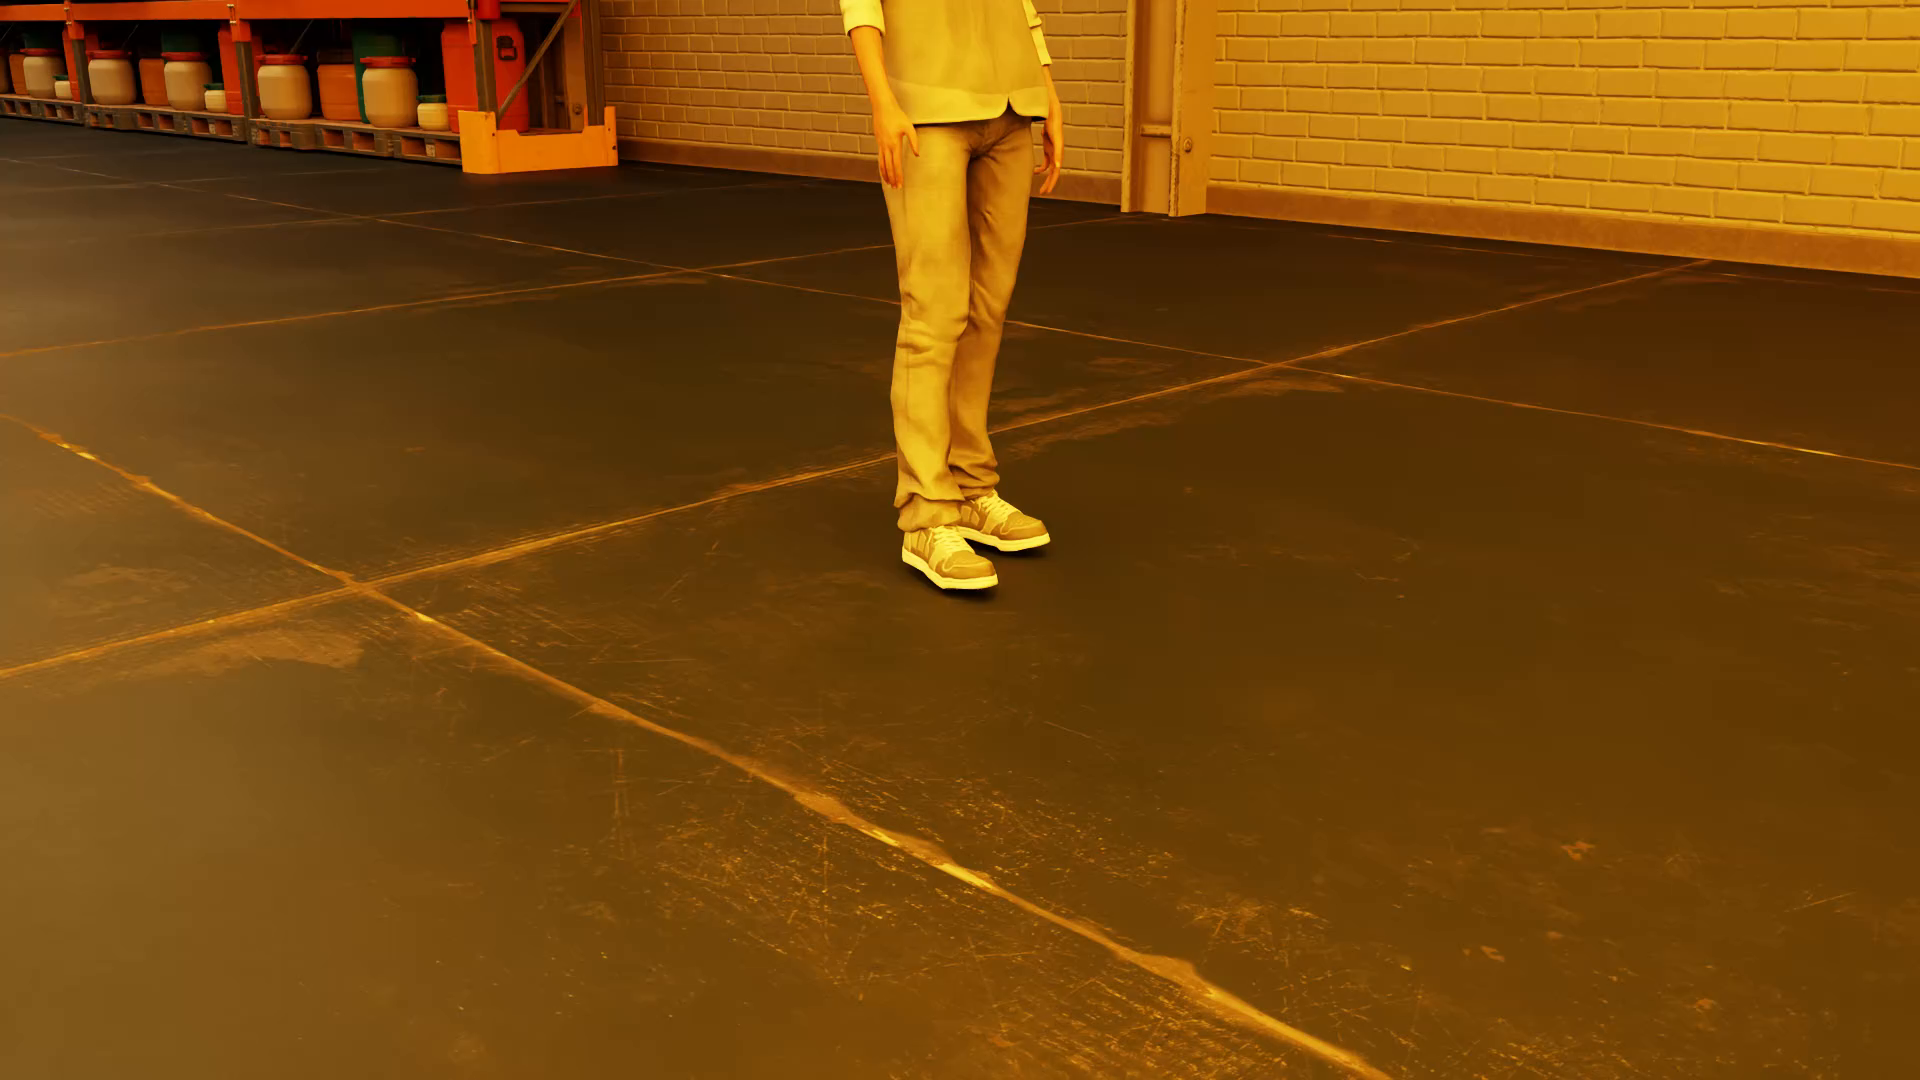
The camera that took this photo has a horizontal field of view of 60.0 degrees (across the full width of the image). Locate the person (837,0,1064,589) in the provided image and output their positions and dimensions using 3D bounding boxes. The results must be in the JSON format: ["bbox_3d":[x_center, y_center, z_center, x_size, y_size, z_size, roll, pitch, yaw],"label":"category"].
[{"bbox_3d":[0.042,-0.752,3.098,0.475,1.597,0.520,16,23,42],"label":"person"}]
